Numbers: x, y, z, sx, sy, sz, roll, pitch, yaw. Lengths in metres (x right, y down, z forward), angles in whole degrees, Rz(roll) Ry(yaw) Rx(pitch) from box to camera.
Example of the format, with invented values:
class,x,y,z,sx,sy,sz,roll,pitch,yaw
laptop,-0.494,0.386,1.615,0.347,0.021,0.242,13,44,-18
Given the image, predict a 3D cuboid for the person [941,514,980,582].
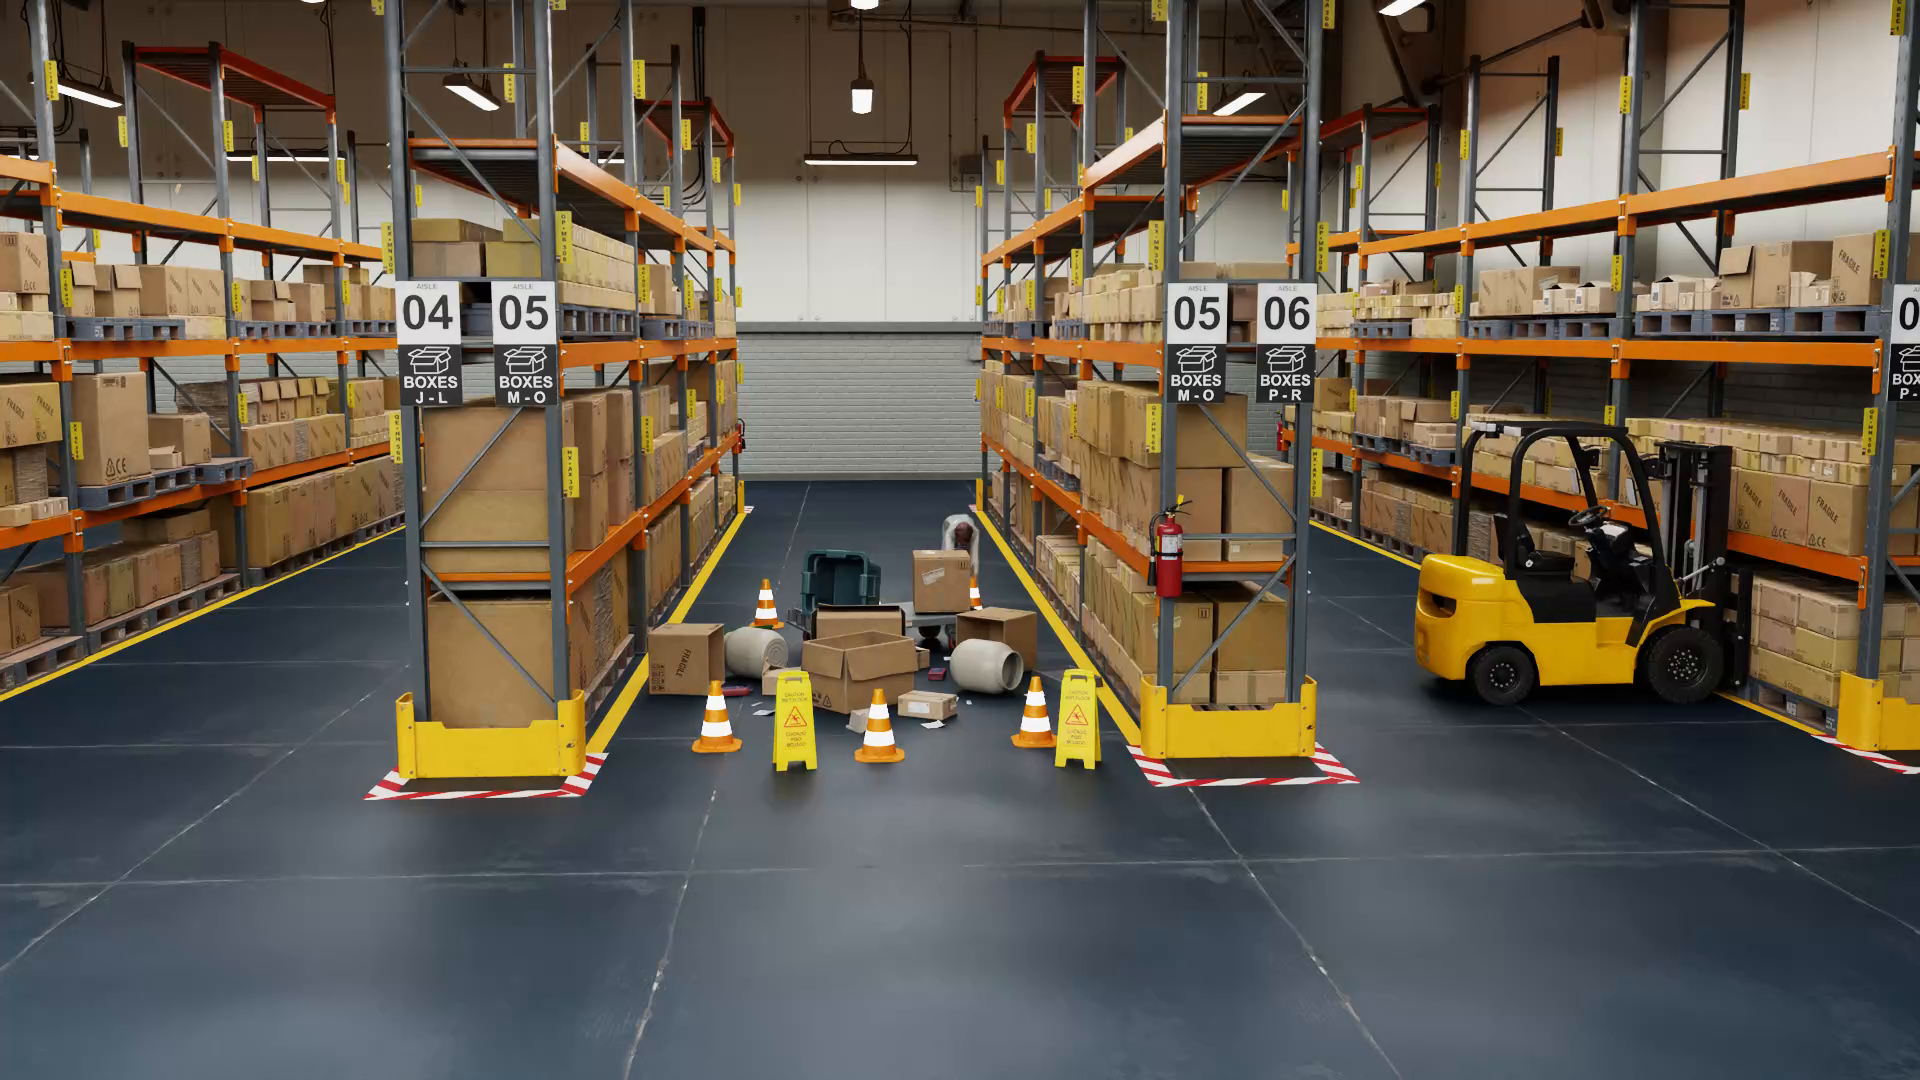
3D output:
class,x,y,z,sx,sy,sz,roll,pitch,yaw
person,0.016,0.253,17.186,0.389,1.001,0.870,-1,7,-6
